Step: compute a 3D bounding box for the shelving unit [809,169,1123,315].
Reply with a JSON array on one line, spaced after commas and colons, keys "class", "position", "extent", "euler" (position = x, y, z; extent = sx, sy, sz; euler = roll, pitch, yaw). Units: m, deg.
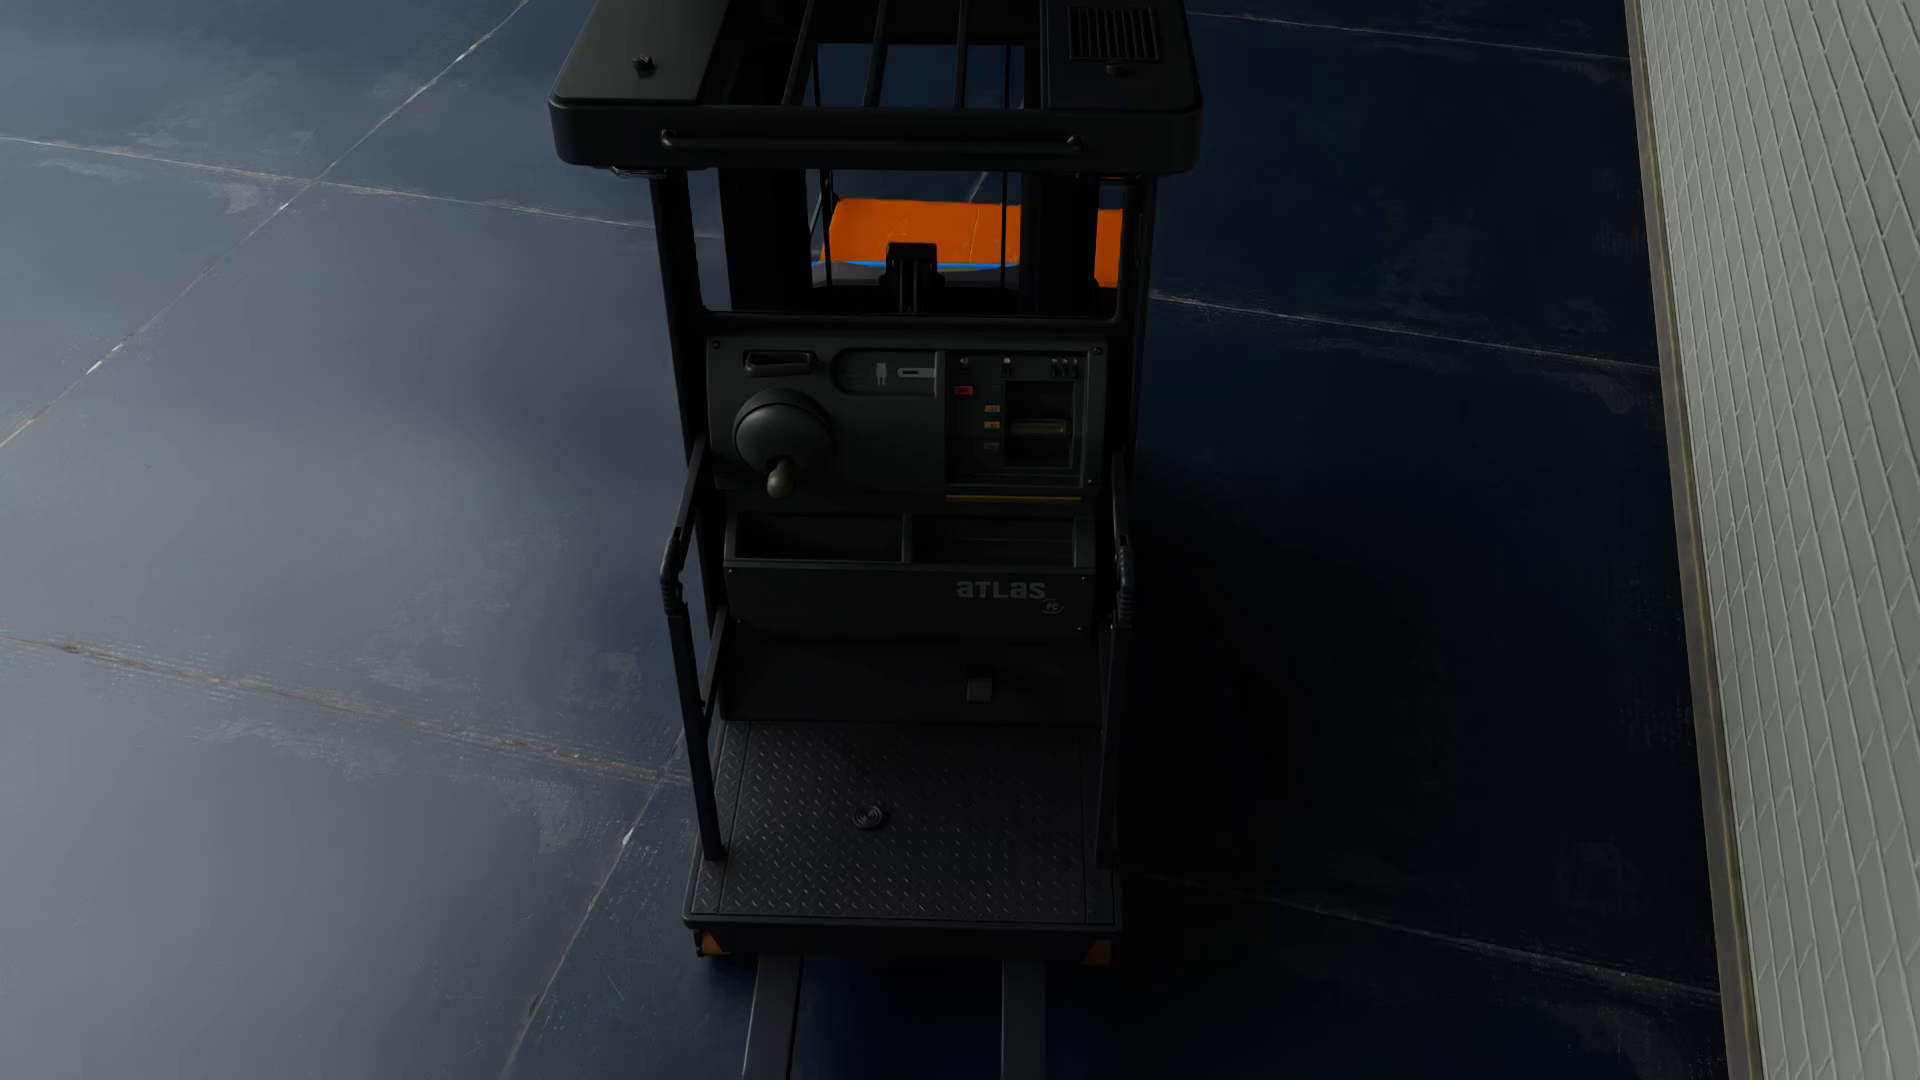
[{"class": "shelving unit", "position": [0.042, -0.660, 5.661], "extent": [1.048, 1.125, 0.538], "euler": [4, 40, 4]}]

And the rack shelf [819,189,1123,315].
[{"class": "rack shelf", "position": [0.042, -0.884, 5.472], "extent": [1.000, 0.278, 0.538], "euler": [4, 40, 4]}]

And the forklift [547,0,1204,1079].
[{"class": "forklift", "position": [-0.129, -0.211, 3.722], "extent": [1.130, 2.935, 3.031], "euler": [1, 40, 1]}]

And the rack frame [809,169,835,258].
[{"class": "rack frame", "position": [-0.464, -0.691, 5.698], "extent": [0.032, 1.125, 0.500], "euler": [4, 40, 4]}]
